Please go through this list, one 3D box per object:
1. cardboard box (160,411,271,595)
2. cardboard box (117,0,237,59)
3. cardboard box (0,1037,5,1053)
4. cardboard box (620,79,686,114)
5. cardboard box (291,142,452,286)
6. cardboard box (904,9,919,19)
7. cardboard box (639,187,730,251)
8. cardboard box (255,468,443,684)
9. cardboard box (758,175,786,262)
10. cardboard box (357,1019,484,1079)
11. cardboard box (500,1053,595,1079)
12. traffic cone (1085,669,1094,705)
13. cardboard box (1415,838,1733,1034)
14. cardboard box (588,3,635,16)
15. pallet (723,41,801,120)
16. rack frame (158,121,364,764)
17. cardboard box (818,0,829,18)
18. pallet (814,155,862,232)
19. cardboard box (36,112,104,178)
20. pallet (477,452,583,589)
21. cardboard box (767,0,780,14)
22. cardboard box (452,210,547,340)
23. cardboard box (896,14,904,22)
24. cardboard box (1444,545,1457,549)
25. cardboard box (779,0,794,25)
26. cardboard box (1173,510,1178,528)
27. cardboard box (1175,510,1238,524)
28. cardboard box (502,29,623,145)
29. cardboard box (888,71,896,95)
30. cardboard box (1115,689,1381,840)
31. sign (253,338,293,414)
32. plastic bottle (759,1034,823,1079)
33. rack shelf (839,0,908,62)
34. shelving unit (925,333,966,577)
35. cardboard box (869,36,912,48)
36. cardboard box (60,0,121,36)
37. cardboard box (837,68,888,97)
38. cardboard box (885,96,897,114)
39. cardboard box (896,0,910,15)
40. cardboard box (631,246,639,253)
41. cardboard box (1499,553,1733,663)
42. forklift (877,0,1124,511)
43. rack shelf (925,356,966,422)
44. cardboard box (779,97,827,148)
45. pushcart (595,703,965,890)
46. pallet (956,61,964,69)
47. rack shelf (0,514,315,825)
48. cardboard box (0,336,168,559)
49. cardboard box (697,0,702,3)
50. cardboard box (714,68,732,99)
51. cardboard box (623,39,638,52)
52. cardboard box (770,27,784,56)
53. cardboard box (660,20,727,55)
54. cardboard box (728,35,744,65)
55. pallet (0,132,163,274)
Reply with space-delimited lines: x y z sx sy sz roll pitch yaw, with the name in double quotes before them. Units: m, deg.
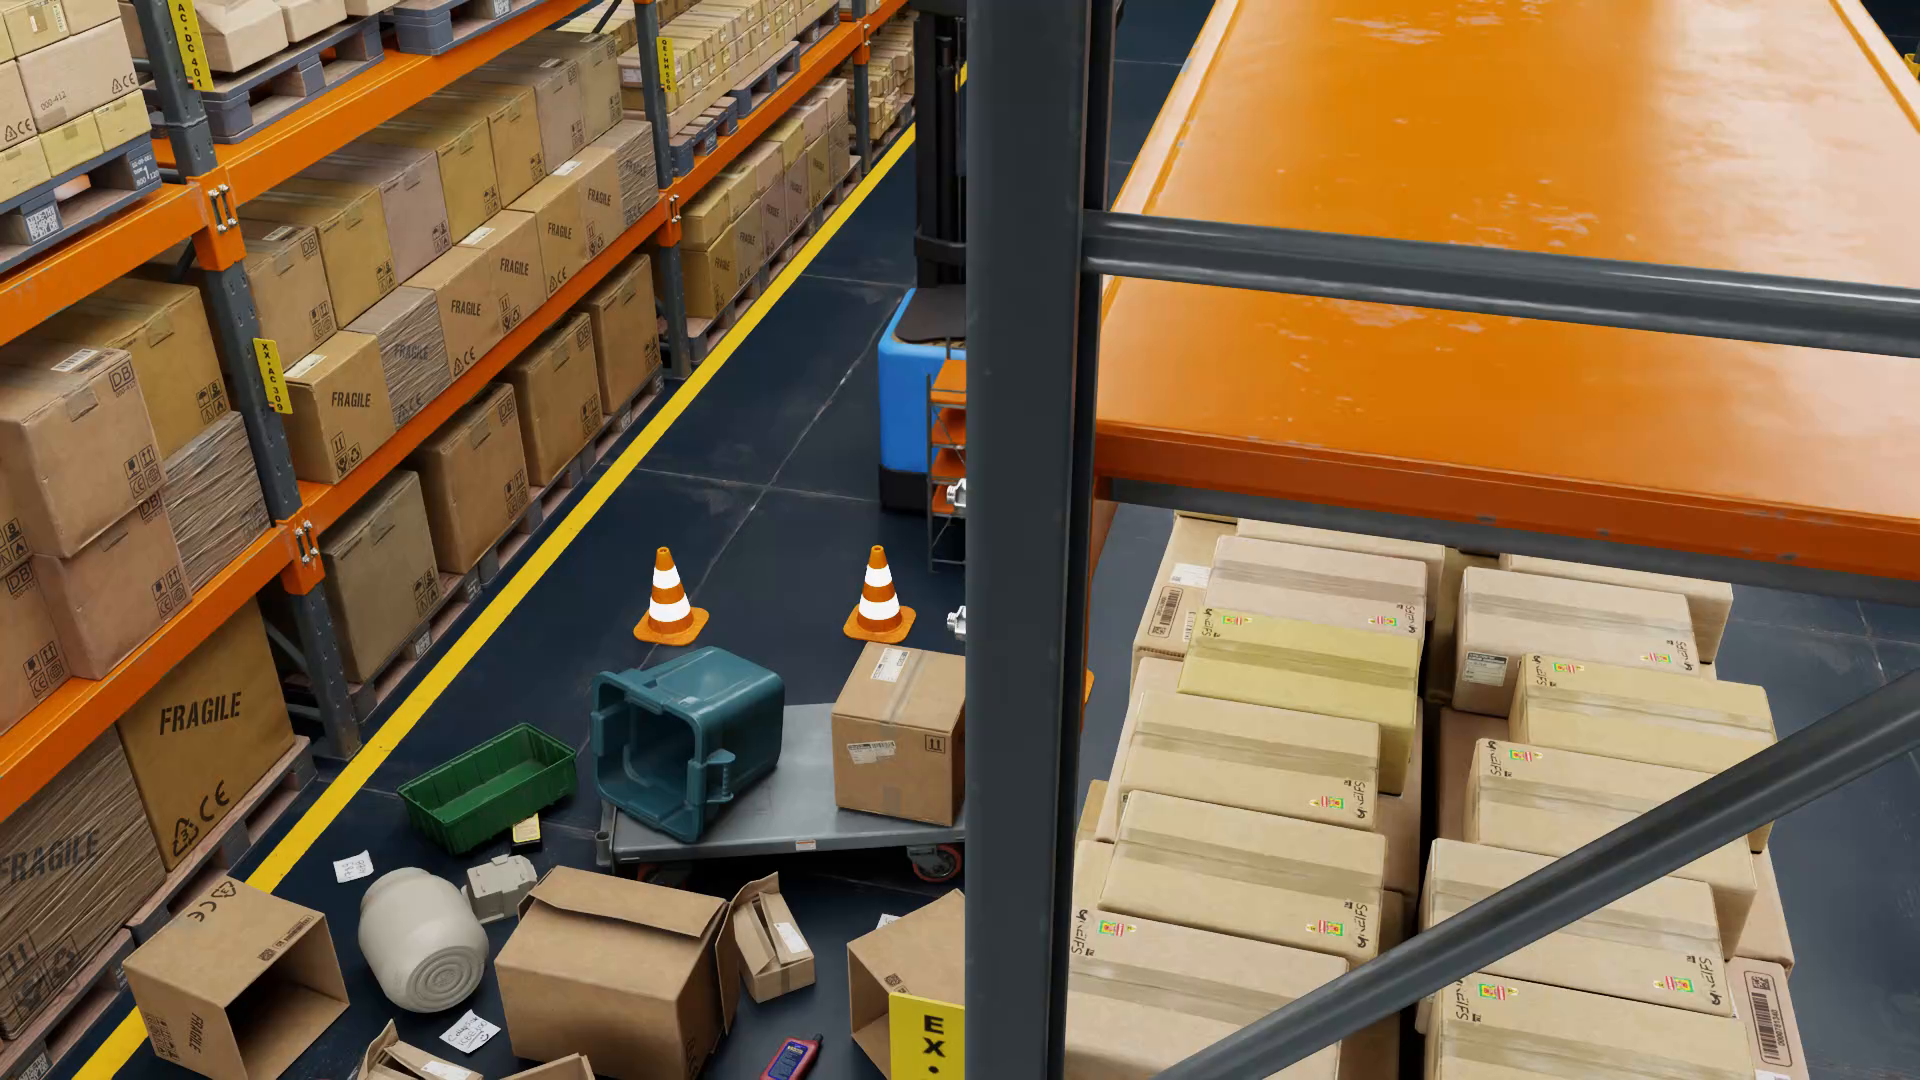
"cardboard box" -3.378 -0.202 6.703 0.875 0.550 0.550 8 33 12
"cardboard box" -3.271 -2.143 6.753 0.500 0.250 0.500 8 33 13
"cardboard box" -3.981 1.645 5.525 0.875 0.875 0.875 8 33 12
"cardboard box" -1.964 -2.828 10.538 0.380 0.149 0.250 9 34 15
"cardboard box" -2.918 -1.584 7.991 0.700 0.500 0.500 8 33 13
"cardboard box" -0.329 -5.075 16.219 0.380 0.149 0.250 7 33 10
"cardboard box" -1.872 -2.172 11.179 0.500 0.250 0.500 7 33 10
"cardboard box" -3.225 0.106 8.063 1.050 0.750 0.750 8 33 12
"cardboard box" -1.604 -2.391 12.223 0.500 0.500 0.500 7 33 11
"cardboard box" -1.951 1.964 5.982 0.396 0.266 0.258 14 35 21
"cardboard box" -1.500 2.162 5.449 0.797 0.503 0.637 -14 35 -21
"traffic cone" 0.478 0.526 8.061 0.336 0.463 0.334 8 33 12
"cardboard box" 0.839 0.579 2.308 0.380 0.149 0.250 8 33 12
"cardboard box" -2.336 -3.576 11.438 0.380 0.149 0.250 8 33 12
"pallet" -1.818 -3.360 11.988 1.003 0.211 1.213 8 33 12
"rack frame" -3.296 -0.332 7.046 1.000 3.000 0.127 8 33 12
"cardboard box" -1.240 -4.187 12.953 0.380 0.149 0.250 8 33 13
"pallet" -1.462 -2.903 13.689 1.003 0.211 1.213 8 33 12
"cardboard box" -3.143 -1.348 5.598 0.380 0.149 0.250 9 33 13
"pallet" -2.865 -0.201 9.440 1.003 0.211 1.213 8 33 12
"cardboard box" -1.510 -3.895 11.939 0.380 0.149 0.250 7 33 10
"cardboard box" -2.516 -1.395 8.625 0.500 0.500 0.500 9 33 13
"cardboard box" -0.732 -5.149 16.611 0.380 0.149 0.250 8 33 13
"cardboard box" 1.281 0.018 3.563 0.500 0.250 0.500 9 33 13
"cardboard box" -1.439 -3.904 12.231 0.380 0.149 0.250 6 33 10
"cardboard box" 0.754 -0.058 3.682 0.500 0.250 0.500 8 33 13
"cardboard box" 0.660 -0.147 3.451 0.380 0.149 0.250 9 33 14
"cardboard box" -2.404 -2.640 9.652 0.700 0.500 0.500 8 33 12
"cardboard box" -0.788 -4.142 15.029 0.380 0.149 0.250 6 33 10
"cardboard box" 0.453 0.389 2.606 0.380 0.149 0.250 8 33 12
"sign" -2.759 -0.656 6.675 0.100 0.325 0.005 8 33 12
"plastic bottle" -0.624 1.944 6.205 0.133 0.061 0.283 14 35 21
"rack shelf" -0.758 -5.218 15.402 1.077 0.370 4.000 8 33 12
"shelving unit" -0.004 -0.447 8.905 0.258 1.200 0.503 6 33 10
"cardboard box" -0.657 -4.544 15.383 0.380 0.149 0.250 7 33 10
"cardboard box" -3.080 -1.815 5.589 0.380 0.149 0.250 8 33 12
"cardboard box" -0.851 -3.994 14.518 0.380 0.149 0.250 10 34 15
"cardboard box" -0.782 -3.877 14.889 0.380 0.149 0.250 8 33 12
"cardboard box" -0.666 -5.399 16.729 0.380 0.149 0.250 9 33 13
"cardboard box" -2.367 -1.907 11.463 0.500 0.500 0.500 8 33 12
"cardboard box" 1.213 0.071 3.106 0.380 0.149 0.250 9 34 14
"forklift" 0.333 -2.115 9.915 1.130 2.935 3.031 6 33 10
"rack shelf" -0.004 -0.779 8.694 0.258 0.148 0.480 6 33 10
"cardboard box" -1.353 -3.237 12.855 0.500 0.250 0.500 10 34 15
"pushcart" -0.700 1.111 7.220 1.648 0.377 0.936 -3 33 -4
"pallet" -0.510 -4.926 16.872 1.003 0.211 1.213 8 33 12
"rack shelf" -3.803 1.009 5.607 1.077 0.370 4.000 8 33 12
"cardboard box" -3.450 -0.363 5.949 0.875 0.550 0.550 8 33 12
"cardboard box" -2.071 -3.995 12.373 0.380 0.149 0.250 9 34 14
"cardboard box" -1.769 -3.103 11.248 0.380 0.149 0.250 10 34 15
"cardboard box" -2.401 -3.328 11.325 0.380 0.149 0.250 8 33 12
"cardboard box" -1.502 -3.645 12.101 0.380 0.149 0.250 9 34 14
"cardboard box" -1.776 -3.348 11.078 0.380 0.149 0.250 7 33 10
"cardboard box" -1.705 -3.368 11.388 0.380 0.149 0.250 8 33 12
"pallet" -3.514 -1.138 5.600 1.003 0.211 1.213 8 33 12
